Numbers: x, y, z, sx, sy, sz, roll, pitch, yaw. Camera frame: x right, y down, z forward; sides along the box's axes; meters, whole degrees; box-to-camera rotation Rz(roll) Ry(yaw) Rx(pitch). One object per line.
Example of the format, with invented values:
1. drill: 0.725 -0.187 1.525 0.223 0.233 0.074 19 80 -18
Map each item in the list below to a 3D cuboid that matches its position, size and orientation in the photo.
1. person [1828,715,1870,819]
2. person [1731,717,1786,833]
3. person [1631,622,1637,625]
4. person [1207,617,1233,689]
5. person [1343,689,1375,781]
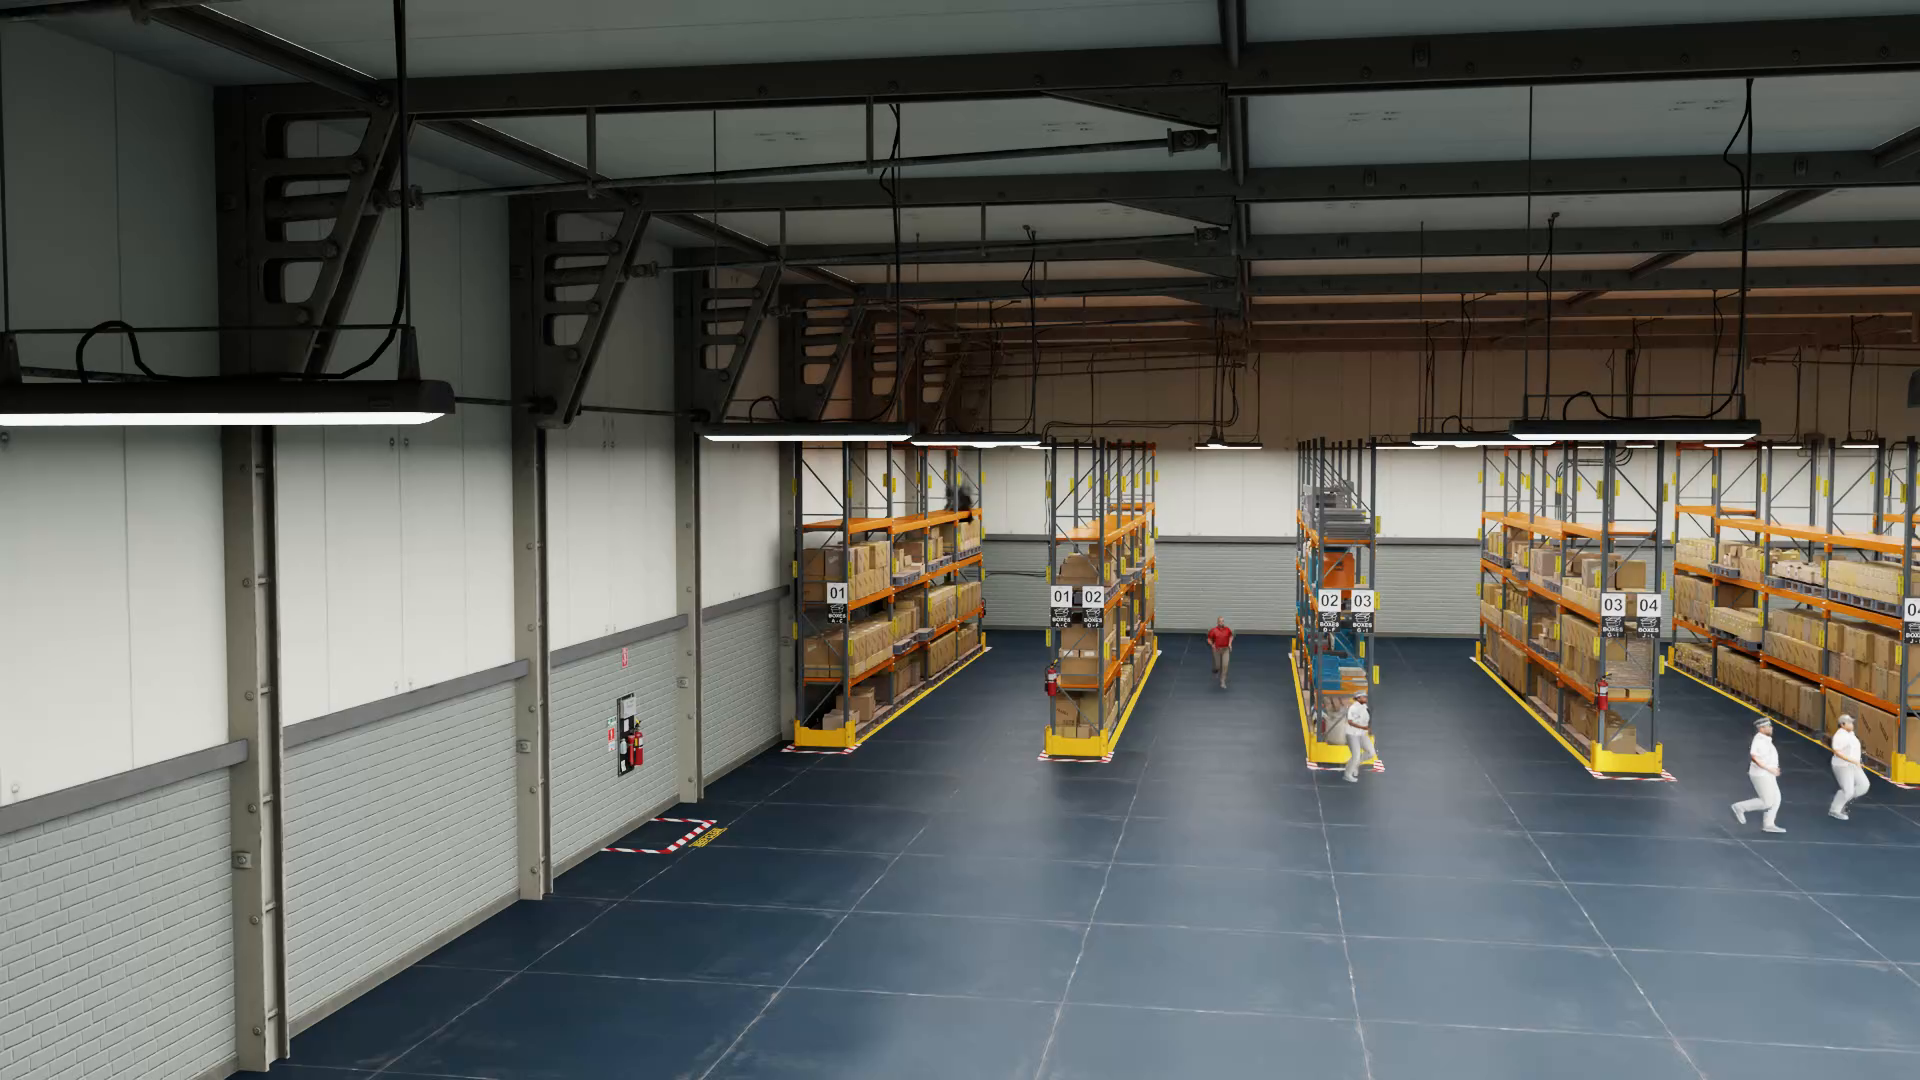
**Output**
1. person: 13.872 3.535 25.958 0.617 1.626 0.527 -3 4 -40
2. person: 12.066 3.518 25.070 0.753 1.742 0.654 2 4 32
3. person: 17.696 2.600 43.782 0.641 1.615 0.590 1 3 22
4. person: 6.369 2.740 40.621 0.663 1.717 0.816 0 3 -4
5. person: 6.971 3.391 28.924 0.597 1.643 0.600 -3 4 -41
